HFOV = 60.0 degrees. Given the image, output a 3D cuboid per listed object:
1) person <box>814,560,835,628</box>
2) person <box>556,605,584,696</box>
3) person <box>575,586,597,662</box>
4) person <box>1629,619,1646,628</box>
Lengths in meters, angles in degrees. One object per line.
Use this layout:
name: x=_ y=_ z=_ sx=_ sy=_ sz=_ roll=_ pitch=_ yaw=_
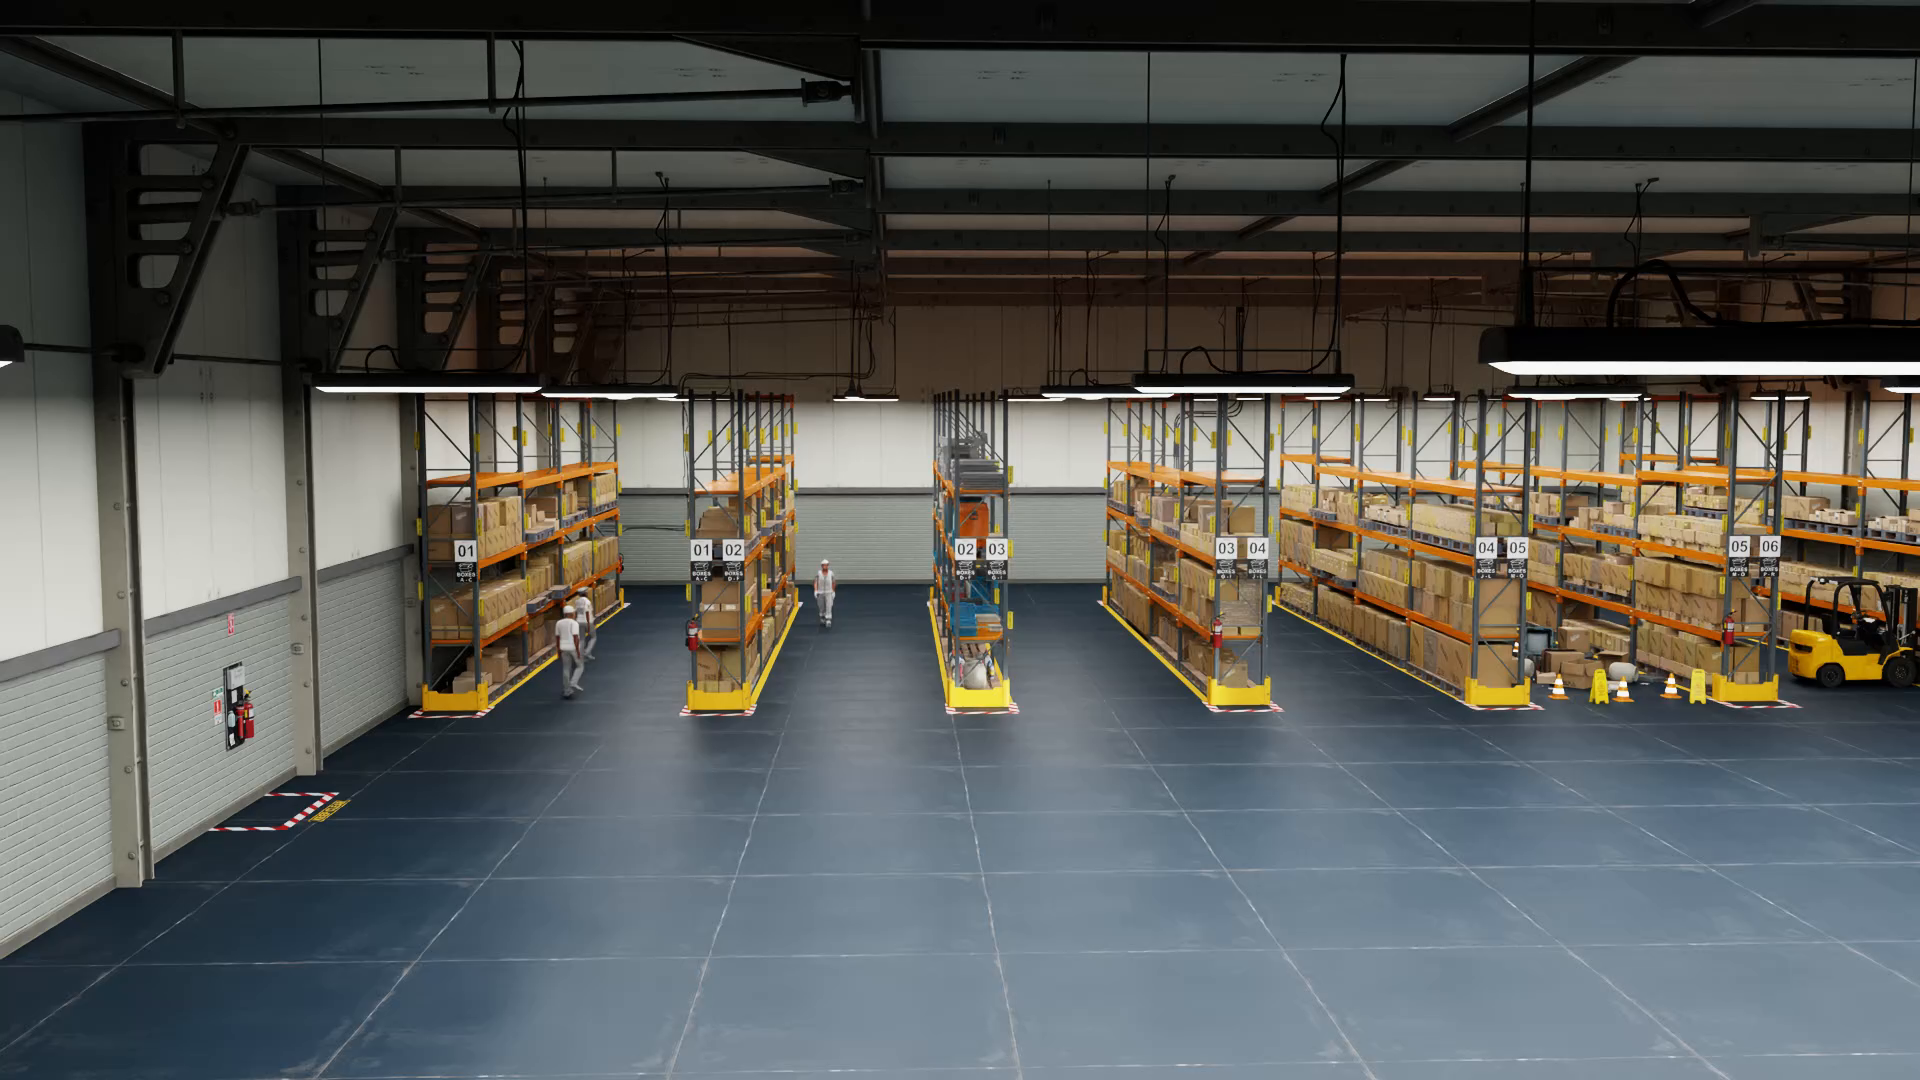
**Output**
person: x=-3.466 y=1.374 z=42.583 sx=0.550 sy=1.728 sz=1.095 roll=0 pitch=5 yaw=-4
person: x=-7.705 y=2.165 z=32.768 sx=0.593 sy=1.752 sz=0.483 roll=1 pitch=5 yaw=10
person: x=-8.326 y=1.870 z=36.915 sx=0.495 sy=1.669 sz=0.458 roll=1 pitch=5 yaw=13
person: x=17.294 y=1.443 z=42.416 sx=0.542 sy=1.662 sz=0.513 roll=0 pitch=5 yaw=1
